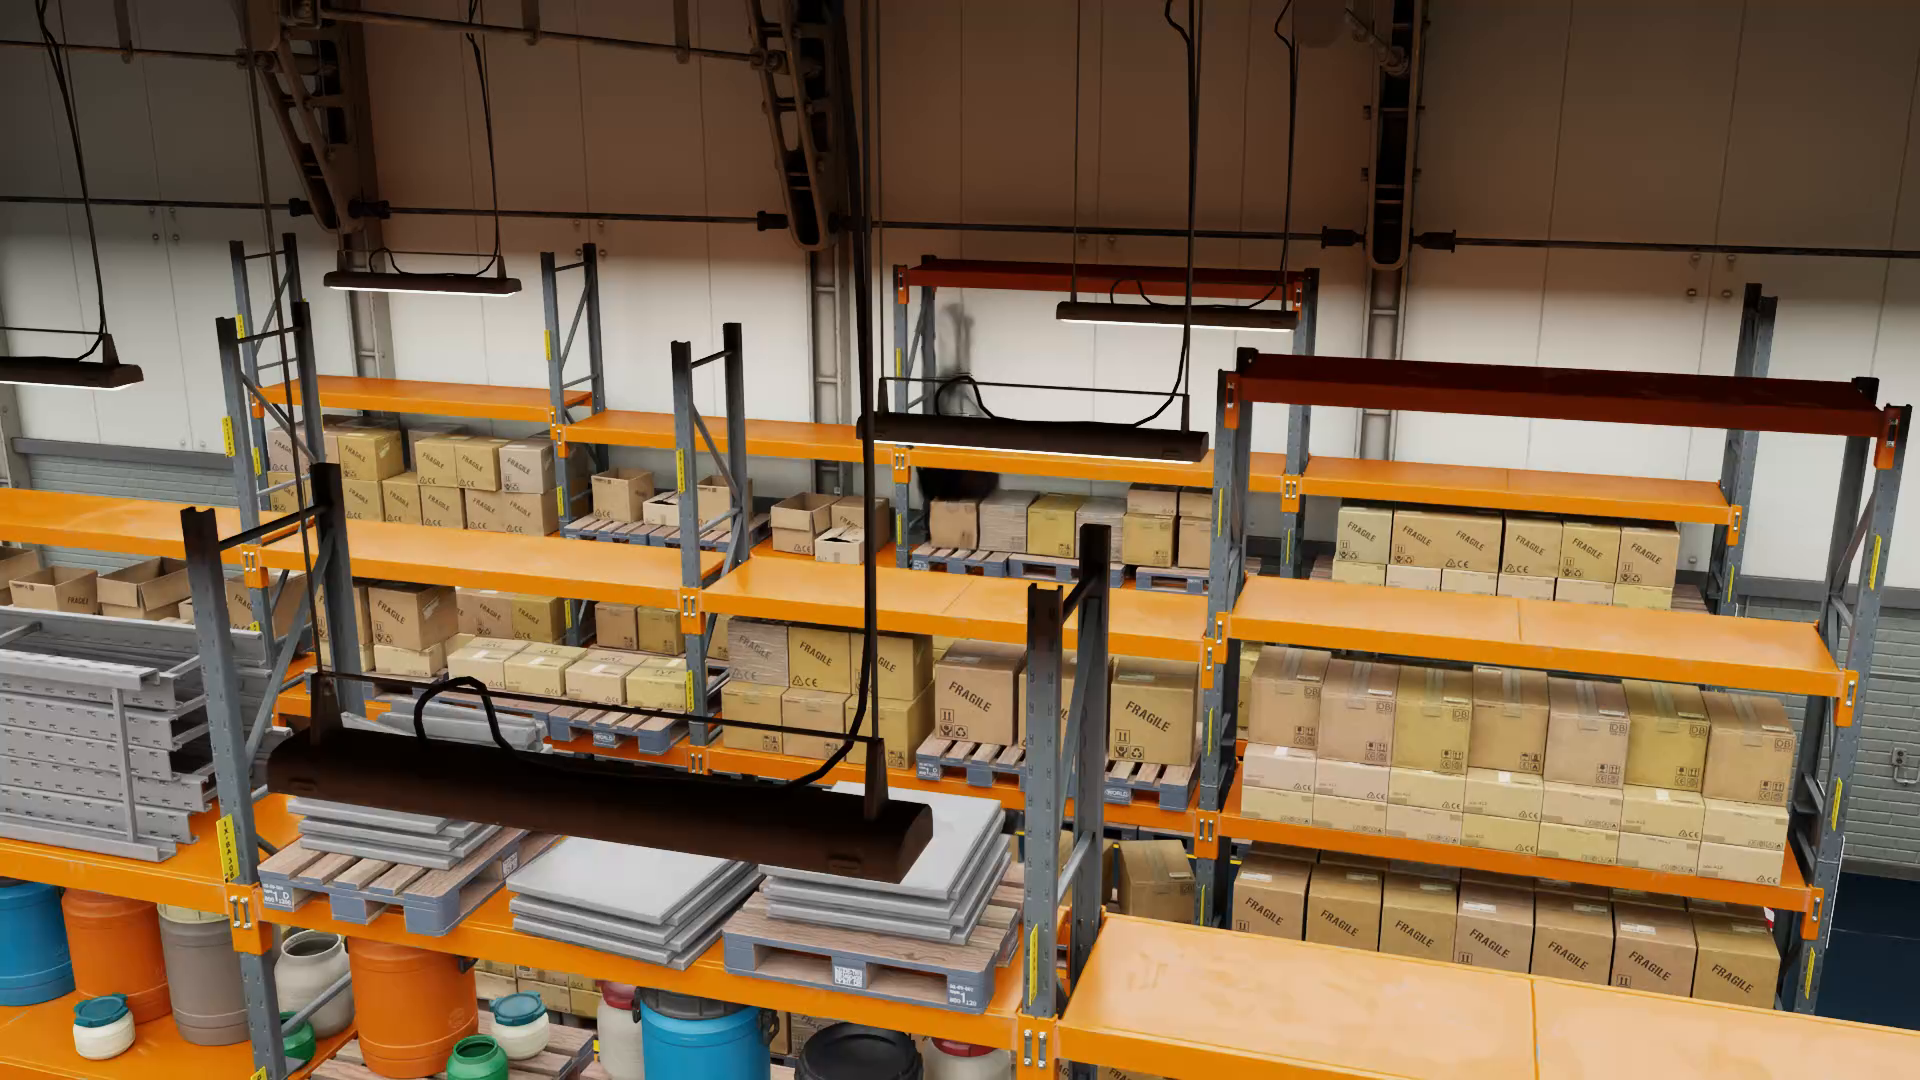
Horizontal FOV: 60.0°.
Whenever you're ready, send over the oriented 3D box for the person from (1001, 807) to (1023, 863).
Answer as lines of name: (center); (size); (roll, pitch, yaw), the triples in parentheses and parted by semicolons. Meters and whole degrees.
person: (0.367, 2.563, 15.901); (0.562, 1.639, 0.562); (5, 17, 16)
